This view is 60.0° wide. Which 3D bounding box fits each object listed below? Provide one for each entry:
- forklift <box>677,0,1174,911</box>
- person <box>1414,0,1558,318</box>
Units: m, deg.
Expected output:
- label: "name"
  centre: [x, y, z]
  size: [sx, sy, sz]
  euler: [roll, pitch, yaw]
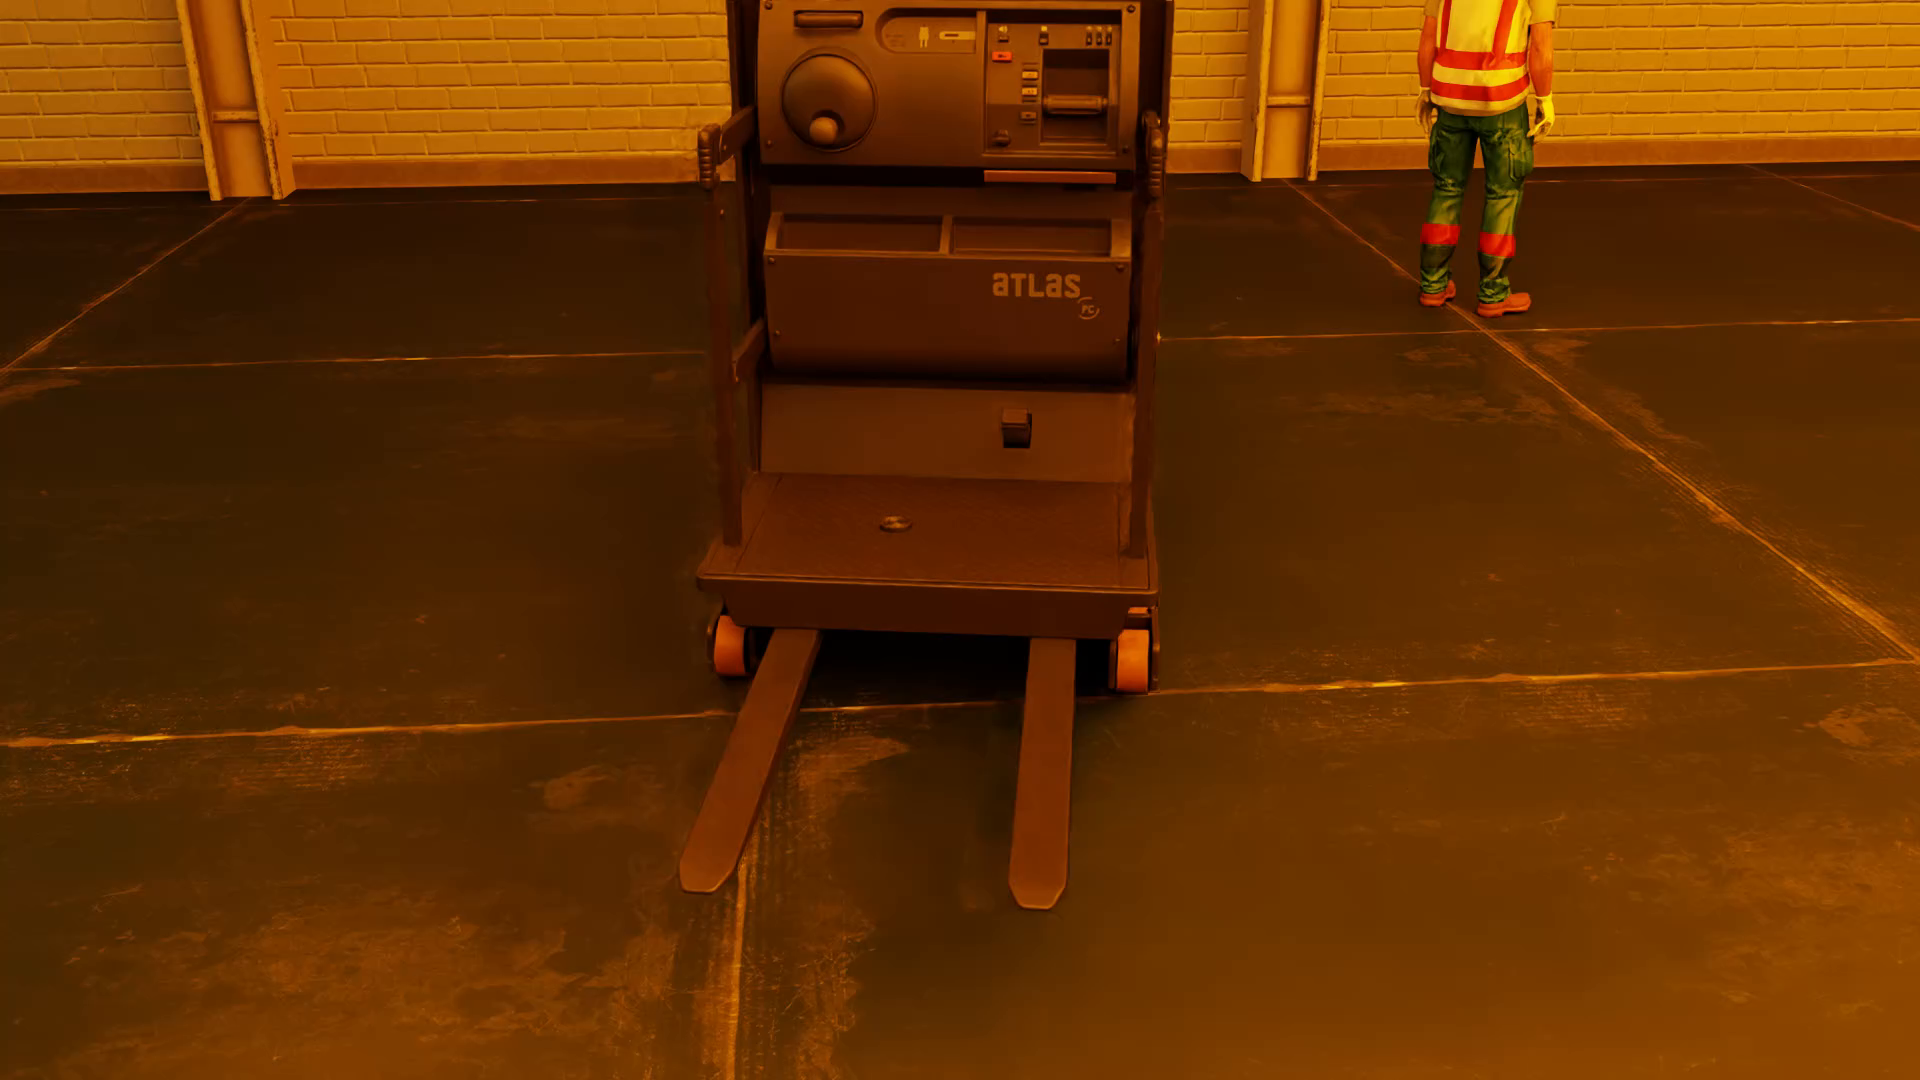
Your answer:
- label: "forklift"
  centre: [-0.046, -1.100, 3.857]
  size: [1.130, 2.935, 3.031]
  euler: [2, 24, 4]
- label: "person"
  centre: [2.221, -1.857, 7.042]
  size: [0.608, 1.777, 0.455]
  euler: [18, 30, 36]
